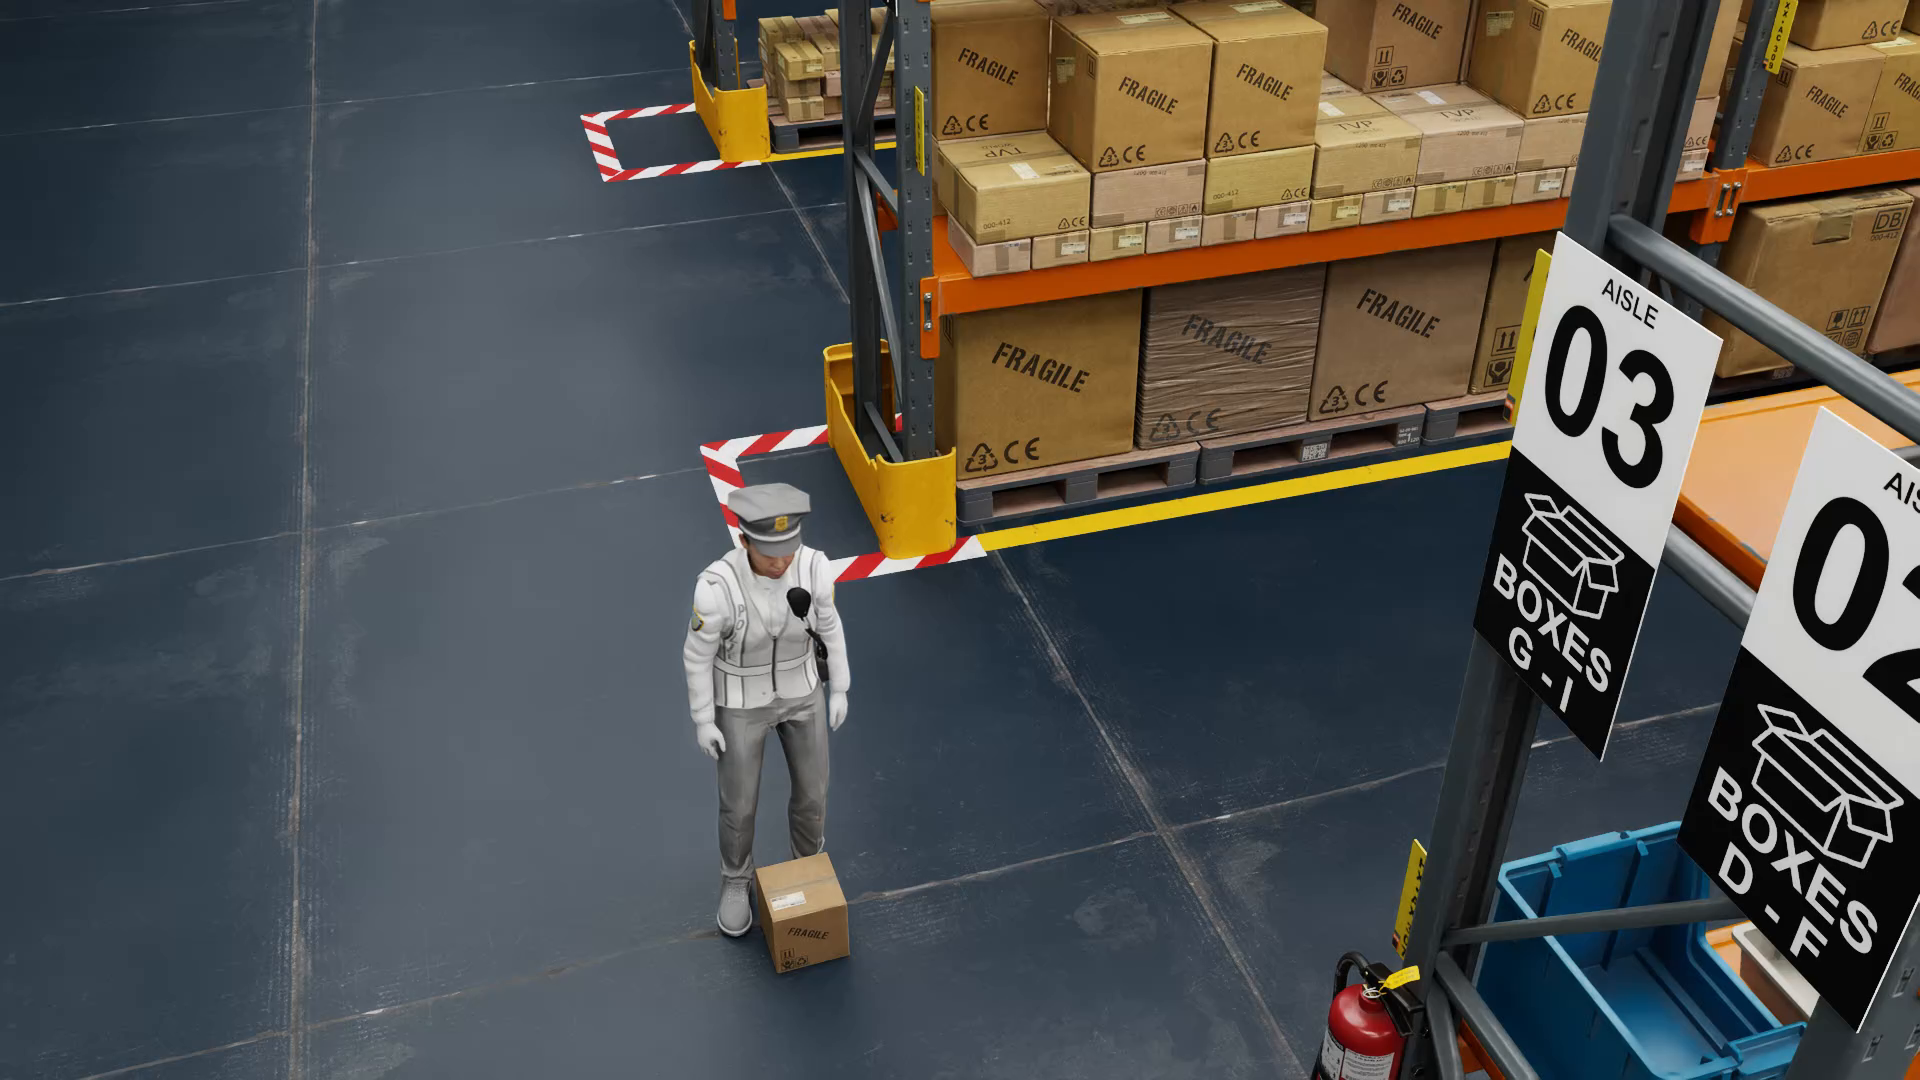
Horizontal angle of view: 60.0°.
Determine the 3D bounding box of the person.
[{"bbox_3d":[-0.606,0.532,5.355,0.535,1.662,0.374,-12,36,-17],"label":"person"}]
